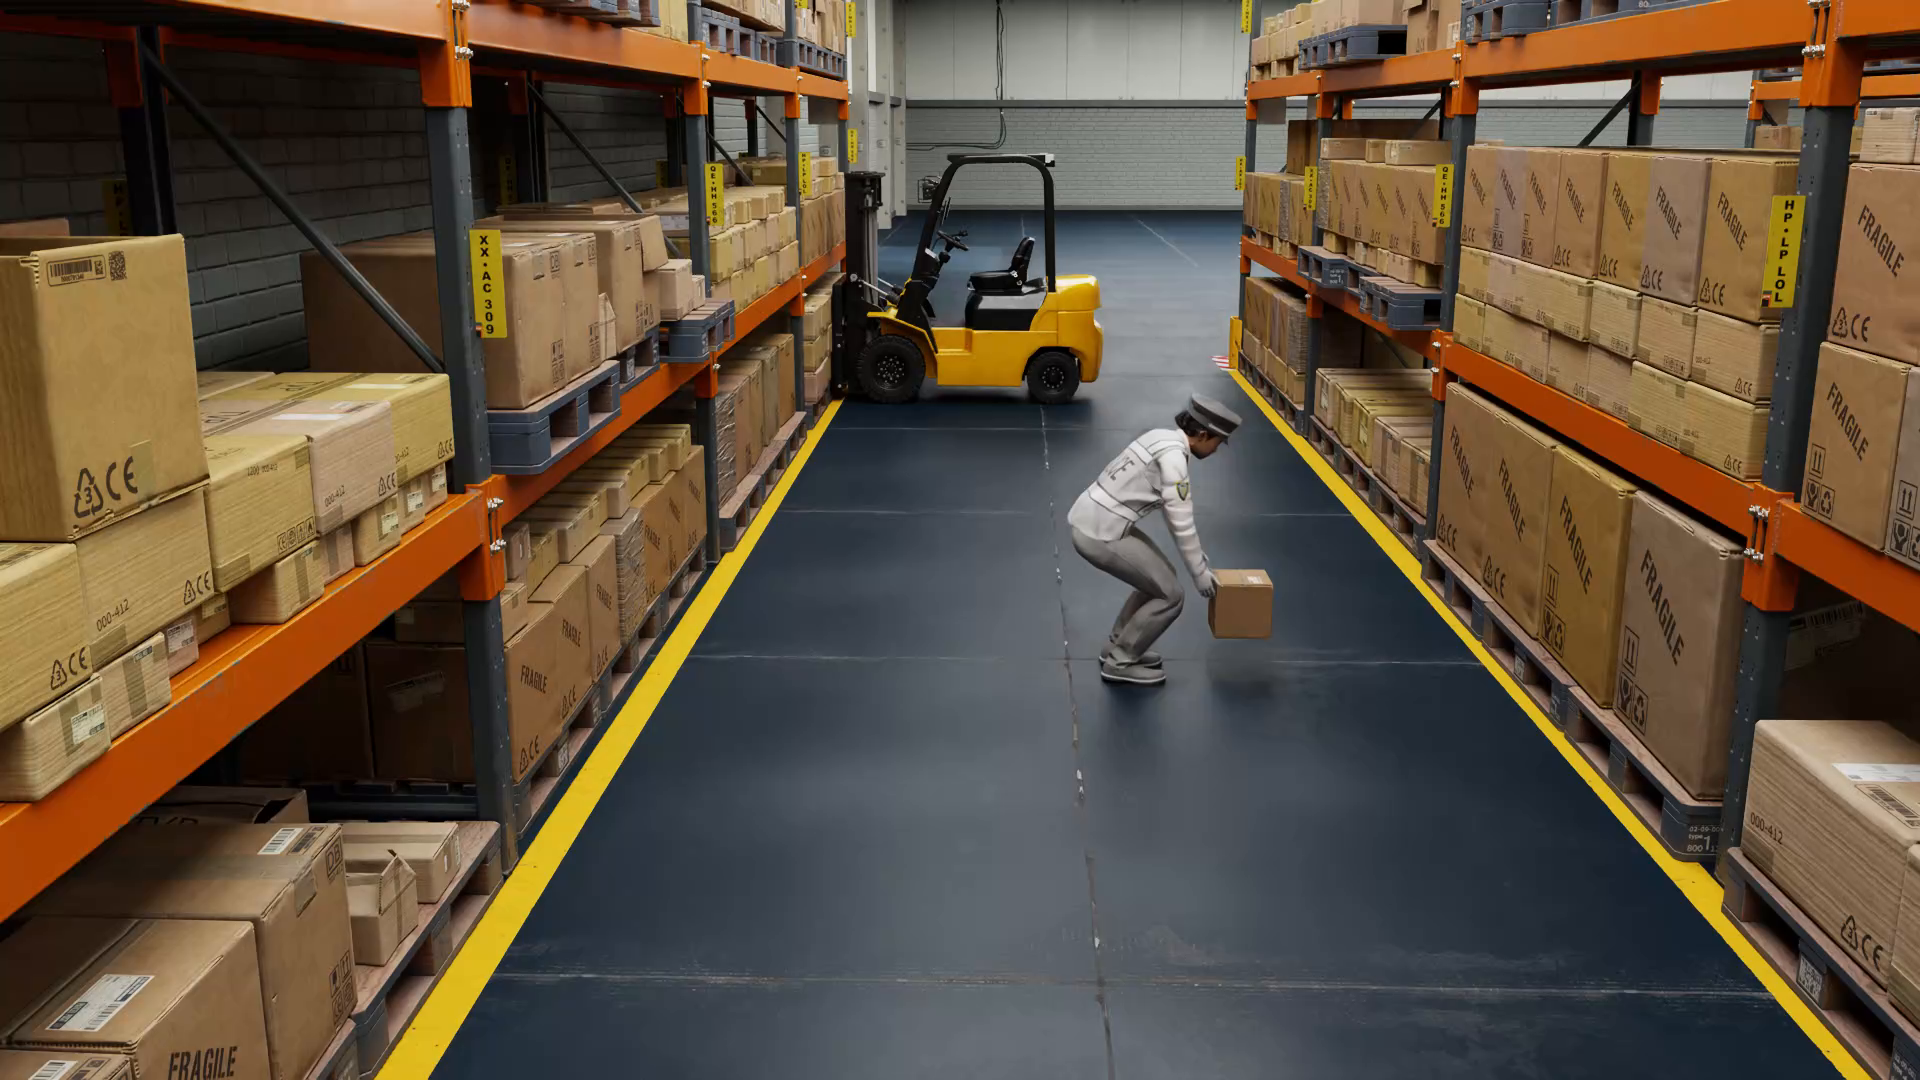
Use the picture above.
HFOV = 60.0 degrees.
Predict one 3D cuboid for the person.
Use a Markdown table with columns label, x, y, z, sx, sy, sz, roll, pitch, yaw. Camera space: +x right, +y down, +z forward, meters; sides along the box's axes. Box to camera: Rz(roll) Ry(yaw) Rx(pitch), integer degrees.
| label | x | y | z | sx | sy | sz | roll | pitch | yaw |
| --- | --- | --- | --- | --- | --- | --- | --- | --- | --- |
| person | 0.857 | -0.018 | 7.406 | 0.761 | 1.267 | 0.532 | 0 | 14 | 2 |
